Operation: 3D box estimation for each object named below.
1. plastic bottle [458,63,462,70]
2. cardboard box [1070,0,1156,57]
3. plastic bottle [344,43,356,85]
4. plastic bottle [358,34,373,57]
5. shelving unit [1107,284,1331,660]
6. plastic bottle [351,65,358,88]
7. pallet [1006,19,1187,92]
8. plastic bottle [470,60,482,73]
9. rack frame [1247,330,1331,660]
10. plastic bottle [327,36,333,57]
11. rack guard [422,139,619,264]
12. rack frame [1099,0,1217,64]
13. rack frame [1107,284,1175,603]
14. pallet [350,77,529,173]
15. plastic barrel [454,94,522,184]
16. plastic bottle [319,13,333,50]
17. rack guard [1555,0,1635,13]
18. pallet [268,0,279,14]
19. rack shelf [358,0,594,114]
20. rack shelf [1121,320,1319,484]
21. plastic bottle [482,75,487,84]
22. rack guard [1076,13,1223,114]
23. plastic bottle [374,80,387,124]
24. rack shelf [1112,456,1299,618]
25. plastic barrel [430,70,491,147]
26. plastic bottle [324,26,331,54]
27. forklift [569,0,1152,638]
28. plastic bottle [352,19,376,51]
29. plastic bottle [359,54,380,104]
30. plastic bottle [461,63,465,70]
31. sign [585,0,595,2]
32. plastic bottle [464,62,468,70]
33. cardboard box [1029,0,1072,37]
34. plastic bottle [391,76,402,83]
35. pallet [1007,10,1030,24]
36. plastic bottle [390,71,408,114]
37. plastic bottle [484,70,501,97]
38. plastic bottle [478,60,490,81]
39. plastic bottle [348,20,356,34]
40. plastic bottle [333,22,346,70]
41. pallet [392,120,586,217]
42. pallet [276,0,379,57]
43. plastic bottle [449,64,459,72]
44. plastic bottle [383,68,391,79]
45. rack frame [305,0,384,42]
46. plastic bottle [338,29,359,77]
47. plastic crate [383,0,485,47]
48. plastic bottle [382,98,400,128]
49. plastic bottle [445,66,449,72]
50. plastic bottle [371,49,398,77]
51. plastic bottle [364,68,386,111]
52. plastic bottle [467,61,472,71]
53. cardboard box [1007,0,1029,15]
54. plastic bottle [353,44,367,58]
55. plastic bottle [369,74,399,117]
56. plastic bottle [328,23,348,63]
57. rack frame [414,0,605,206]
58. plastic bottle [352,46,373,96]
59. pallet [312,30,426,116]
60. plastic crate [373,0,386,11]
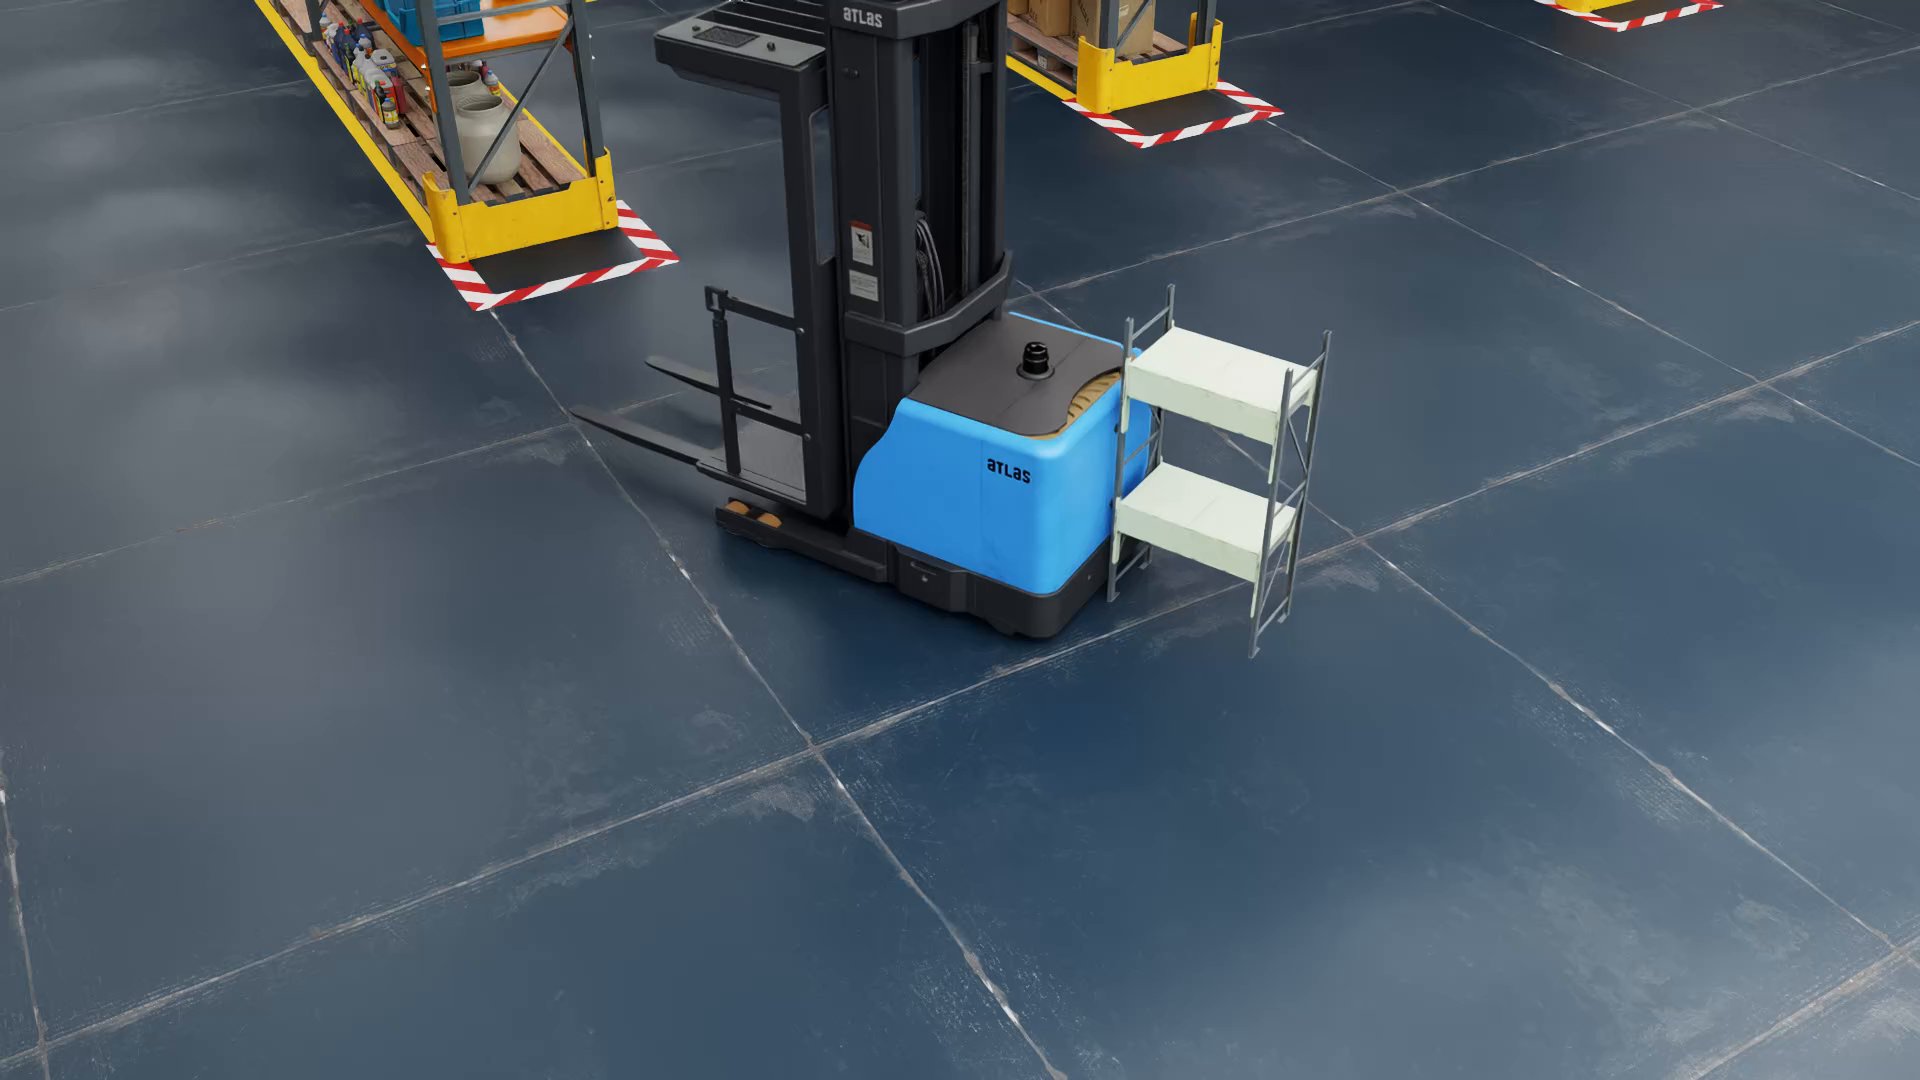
[{"bbox_3d":[-3.793,-3.652,12.706,0.097,0.201,0.097,0,36,0],"label":"plastic bottle"},{"bbox_3d":[1.207,-4.157,13.162,0.500,0.500,0.500,-12,38,-16],"label":"cardboard box"},{"bbox_3d":[-4.597,-3.599,12.564,0.061,0.283,0.133,-17,39,-22],"label":"plastic bottle"},{"bbox_3d":[-4.561,-3.749,12.780,0.097,0.271,0.097,0,36,0],"label":"plastic bottle"},{"bbox_3d":[1.116,-0.286,7.371,0.755,1.500,0.431,22,41,27],"label":"shelving unit"},{"bbox_3d":[-4.522,-3.511,12.514,0.097,0.201,0.097,0,36,0],"label":"plastic bottle"},{"bbox_3d":[1.091,-4.011,13.563,1.003,0.211,1.213,-19,40,-24],"label":"pallet"},{"bbox_3d":[-3.589,-3.473,12.403,0.097,0.271,0.097,0,36,0],"label":"plastic bottle"},{"bbox_3d":[1.419,-0.165,7.205,0.023,1.500,0.400,22,41,27],"label":"rack frame"},{"bbox_3d":[-4.902,-3.897,13.042,0.097,0.201,0.097,0,36,0],"label":"plastic bottle"},{"bbox_3d":[-2.855,-2.221,10.867,1.175,0.500,0.348,-19,40,-24],"label":"rack guard"},{"bbox_3d":[1.507,-4.674,12.106,1.000,3.000,0.127,-19,40,-24],"label":"rack frame"},{"bbox_3d":[0.813,-0.408,7.536,0.023,1.500,0.400,22,41,27],"label":"rack frame"},{"bbox_3d":[-3.867,-3.142,12.373,1.003,0.211,1.213,-19,40,-24],"label":"pallet"},{"bbox_3d":[-3.173,-2.684,11.135,0.421,0.512,0.421,0,36,0],"label":"plastic barrel"},{"bbox_3d":[-5.004,-4.029,13.164,0.097,0.271,0.097,0,36,0],"label":"plastic bottle"},{"bbox_3d":[5.858,-5.070,14.768,1.175,0.500,0.348,-19,40,-24],"label":"rack guard"},{"bbox_3d":[-5.831,-5.131,15.097,1.003,0.211,1.213,-19,40,-24],"label":"pallet"},{"bbox_3d":[-3.781,-3.935,11.705,1.077,0.370,4.000,-19,40,-24],"label":"rack shelf"},{"bbox_3d":[1.116,-0.602,7.140,0.720,0.370,0.431,22,41,27],"label":"rack shelf"},{"bbox_3d":[-3.469,-3.323,12.256,0.097,0.201,0.097,0,36,0],"label":"plastic bottle"},{"bbox_3d":[1.468,-3.703,12.896,1.175,0.500,0.348,-19,40,-24],"label":"rack guard"},{"bbox_3d":[-4.152,-3.147,11.946,0.061,0.283,0.133,-18,40,-23],"label":"plastic bottle"},{"bbox_3d":[1.116,-0.023,7.563,0.720,0.370,0.431,22,41,27],"label":"rack shelf"},{"bbox_3d":[-3.424,-2.939,11.485,0.421,0.512,0.421,0,36,0],"label":"plastic barrel"},{"bbox_3d":[-4.953,-3.949,13.113,0.097,0.201,0.097,0,36,0],"label":"plastic bottle"},{"bbox_3d":[-0.614,-1.391,7.669,3.031,2.935,1.130,20,41,25],"label":"forklift"},{"bbox_3d":[-4.614,-3.862,12.867,0.144,0.351,0.185,-19,40,-24],"label":"plastic bottle"},{"bbox_3d":[-4.337,-3.411,12.250,0.144,0.351,0.185,-17,40,-22],"label":"plastic bottle"},{"bbox_3d":[-3.742,-3.628,12.614,0.097,0.271,0.097,0,36,0],"label":"plastic bottle"},{"bbox_3d":[-2.298,-3.478,10.235,0.100,0.325,0.005,-19,40,-24],"label":"sign"},{"bbox_3d":[-3.690,-3.547,12.562,0.097,0.201,0.097,0,36,0],"label":"plastic bottle"},{"bbox_3d":[0.877,-4.452,13.565,0.500,0.500,0.500,-9,37,-12],"label":"cardboard box"},{"bbox_3d":[-4.152,-3.314,12.244,0.097,0.201,0.097,0,36,0],"label":"plastic bottle"},{"bbox_3d":[0.482,-4.632,14.414,1.003,0.211,1.213,-19,40,-24],"label":"pallet"},{"bbox_3d":[-4.089,-3.262,12.103,0.061,0.283,0.133,-19,40,-24],"label":"plastic bottle"},{"bbox_3d":[-3.417,-3.299,12.163,0.097,0.271,0.097,0,36,0],"label":"plastic bottle"},{"bbox_3d":[-3.515,-3.424,12.325,0.061,0.283,0.133,-18,40,-23],"label":"plastic bottle"},{"bbox_3d":[-4.727,-3.909,12.989,0.061,0.283,0.133,-19,40,-24],"label":"plastic bottle"},{"bbox_3d":[-4.739,-3.819,12.809,0.144,0.351,0.185,-18,40,-23],"label":"plastic bottle"},{"bbox_3d":[-3.258,-2.520,11.522,1.003,0.211,1.213,-19,40,-24],"label":"pallet"},{"bbox_3d":[-5.214,-4.509,14.244,1.003,0.211,1.213,-19,40,-24],"label":"pallet"},{"bbox_3d":[-3.876,-3.734,12.755,0.152,0.276,0.135,-18,40,-23],"label":"plastic bottle"},{"bbox_3d":[-4.254,-3.409,12.374,0.097,0.201,0.097,0,36,0],"label":"plastic bottle"},{"bbox_3d":[-4.785,-5.246,12.889,1.000,3.000,0.127,-19,40,-24],"label":"rack frame"},{"bbox_3d":[-4.644,-3.723,12.677,0.144,0.351,0.185,-21,41,-26],"label":"plastic bottle"},{"bbox_3d":[-3.286,-3.312,10.368,0.499,0.251,0.616,-19,40,-24],"label":"plastic crate"},{"bbox_3d":[-4.078,-3.060,11.896,0.097,0.201,0.097,0,36,0],"label":"plastic bottle"},{"bbox_3d":[-3.968,-3.705,12.710,0.061,0.283,0.133,-19,40,-24],"label":"plastic bottle"},{"bbox_3d":[-4.315,-3.533,12.480,0.152,0.276,0.135,-19,40,-24],"label":"plastic bottle"},{"bbox_3d":[-4.250,-3.298,12.158,0.152,0.276,0.135,-20,41,-25],"label":"plastic bottle"},{"bbox_3d":[-3.640,-3.524,12.473,0.097,0.271,0.097,0,36,0],"label":"plastic bottle"},{"bbox_3d":[0.579,-4.777,14.010,0.500,0.500,0.500,-15,39,-20],"label":"cardboard box"},{"bbox_3d":[-4.538,-3.627,12.613,0.097,0.271,0.097,0,36,0],"label":"plastic bottle"},{"bbox_3d":[-4.181,-3.227,12.061,0.152,0.276,0.135,-19,40,-24],"label":"plastic bottle"},{"bbox_3d":[-4.818,-3.874,12.948,0.152,0.276,0.135,-17,40,-22],"label":"plastic bottle"},{"bbox_3d":[-2.776,-3.206,10.096,1.000,3.000,0.127,-19,40,-24],"label":"rack frame"},{"bbox_3d":[-4.430,-3.506,12.380,0.144,0.351,0.185,-19,40,-24],"label":"plastic bottle"},{"bbox_3d":[-4.484,-3.765,13.226,1.003,0.211,1.213,-19,40,-24],"label":"pallet"},{"bbox_3d":[-3.607,-3.645,10.824,0.499,0.251,0.408,-19,40,-24],"label":"plastic crate"}]
